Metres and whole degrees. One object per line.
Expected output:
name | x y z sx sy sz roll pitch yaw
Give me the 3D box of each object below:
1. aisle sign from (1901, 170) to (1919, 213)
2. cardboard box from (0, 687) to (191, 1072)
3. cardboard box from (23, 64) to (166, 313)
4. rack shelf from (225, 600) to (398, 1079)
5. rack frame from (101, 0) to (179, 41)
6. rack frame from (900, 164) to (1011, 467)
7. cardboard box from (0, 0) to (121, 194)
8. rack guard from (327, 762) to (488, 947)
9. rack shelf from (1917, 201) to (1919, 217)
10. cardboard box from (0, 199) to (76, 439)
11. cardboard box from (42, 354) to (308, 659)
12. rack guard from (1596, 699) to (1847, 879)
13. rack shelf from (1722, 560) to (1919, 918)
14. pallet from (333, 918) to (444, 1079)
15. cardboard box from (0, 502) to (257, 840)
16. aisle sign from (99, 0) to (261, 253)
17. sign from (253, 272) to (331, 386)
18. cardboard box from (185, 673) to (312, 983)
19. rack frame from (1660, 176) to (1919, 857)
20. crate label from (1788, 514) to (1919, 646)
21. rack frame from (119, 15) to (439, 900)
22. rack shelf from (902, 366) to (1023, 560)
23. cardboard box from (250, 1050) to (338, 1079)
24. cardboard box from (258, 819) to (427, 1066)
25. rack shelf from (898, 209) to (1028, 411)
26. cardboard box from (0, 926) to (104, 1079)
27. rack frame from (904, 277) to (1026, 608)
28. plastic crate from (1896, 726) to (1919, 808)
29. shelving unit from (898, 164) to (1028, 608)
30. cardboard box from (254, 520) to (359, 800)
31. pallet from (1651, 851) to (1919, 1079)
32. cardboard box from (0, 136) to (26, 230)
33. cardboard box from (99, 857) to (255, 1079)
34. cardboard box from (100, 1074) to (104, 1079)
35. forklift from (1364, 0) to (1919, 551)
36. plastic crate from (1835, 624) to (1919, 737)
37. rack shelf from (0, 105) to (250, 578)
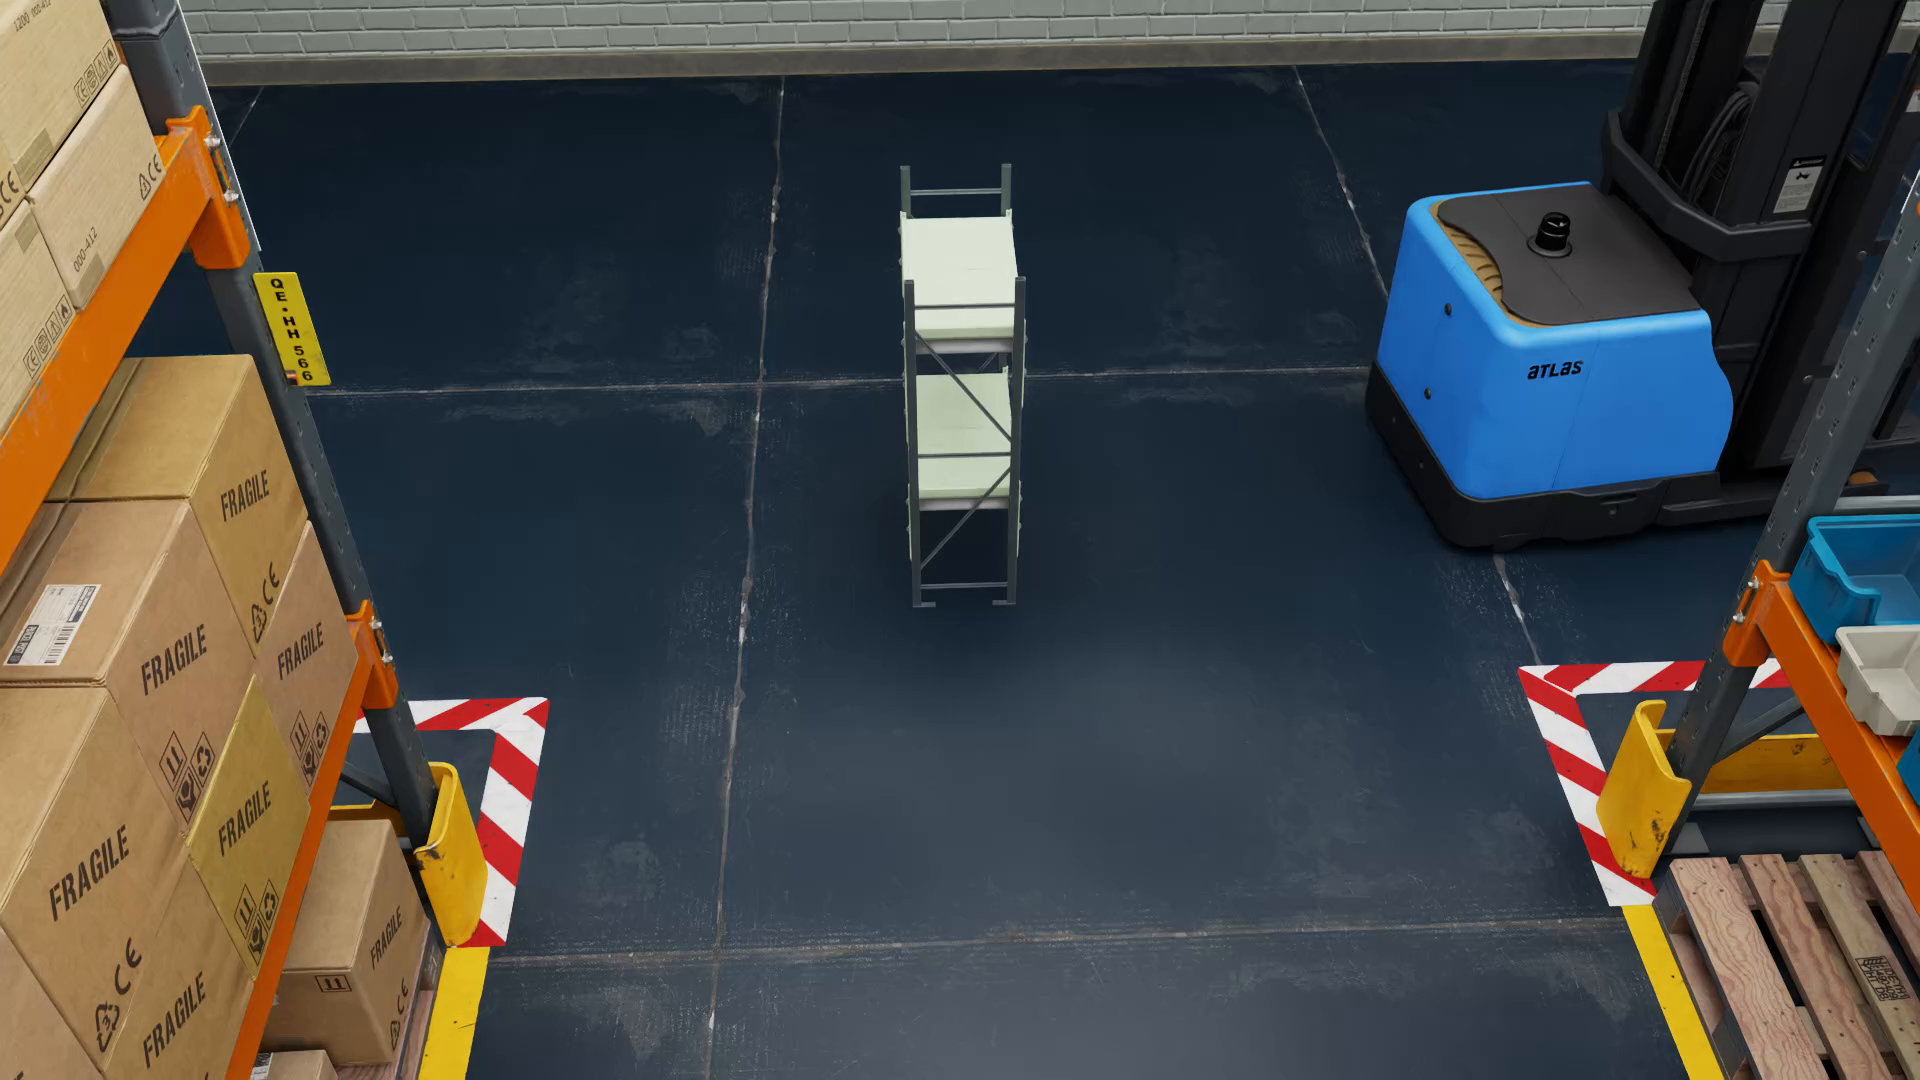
aisle sign | 2.495 -1.094 3.800 0.394 0.787 0.004 -2 43 -2
cardboard box | -1.812 0.622 3.038 0.500 0.500 0.500 -1 43 -1
cardboard box | -1.869 -0.667 3.149 0.500 0.250 0.500 -2 43 -2
rack shelf | -2.070 1.659 3.252 1.077 0.370 4.000 -2 43 -2
rack frame | -2.155 -2.168 2.455 1.000 3.000 0.127 -2 43 -2
rack frame | -0.015 -0.795 6.508 0.400 1.500 0.023 -2 43 -2
cardboard box | -1.878 -0.852 2.980 0.500 0.250 0.500 -2 43 -2
rack guard | -2.151 1.016 5.271 1.175 0.500 0.348 -2 43 -2
rack shelf | 2.879 0.414 2.391 1.077 0.370 4.000 -2 43 -2
cardboard box | -1.859 -0.330 2.781 0.500 0.250 0.500 -2 43 -2
cardboard box | -1.861 -0.069 3.792 0.500 0.500 0.500 -2 43 -2
rack guard | 2.780 0.810 5.497 1.175 0.500 0.348 -2 43 -2
rack shelf | 2.879 1.519 3.405 1.077 0.370 4.000 -2 43 -2
pallet | -2.117 1.661 4.782 1.003 0.211 1.213 -2 43 -2
cardboard box | -1.839 0.272 3.420 0.500 0.500 0.500 -1 43 -1
aisle sign | -1.852 -0.969 3.664 0.394 0.787 0.004 -2 43 -2
sign | -1.599 -0.502 3.987 0.100 0.325 0.005 -2 43 -2
cardboard box | -1.838 0.652 3.745 0.500 0.500 0.500 -1 43 -1
rack frame | 2.794 -0.096 4.635 1.000 3.000 0.127 -2 43 -2
crate label | 2.476 0.120 4.479 0.416 0.233 0.303 -2 43 -2
rack frame | -2.155 0.044 4.482 1.000 3.000 0.127 -2 43 -2
rack shelf | 0.000 -0.308 6.459 0.431 0.370 0.720 -2 43 -2
cardboard box | -1.958 1.562 4.597 0.380 0.166 0.250 -2 43 -2
cardboard box | -1.885 1.163 4.786 0.500 0.500 0.500 -2 43 -2
rack shelf | 0.000 -0.836 5.975 0.431 0.370 0.720 -2 43 -2
cardboard box | -1.790 0.968 2.660 0.500 0.500 0.500 0 43 0
rack frame | 0.016 -0.301 5.969 0.400 1.500 0.023 -2 43 -2
plastic crate | 2.504 0.564 3.994 0.416 0.233 0.300 -2 43 -2
shelving unit | 0.000 -0.548 6.238 0.431 1.500 0.755 -2 43 -2
cardboard box | -1.864 0.301 4.127 0.500 0.500 0.500 0 43 0
pallet | 2.791 1.490 4.968 1.003 0.211 1.213 -2 43 -2
cardboard box | -1.857 -0.514 2.612 0.500 0.250 0.500 -2 43 -2
cardboard box | -1.822 0.989 3.378 0.500 0.500 0.500 -1 43 -1
cardboard box | -1.801 1.329 3.007 0.500 0.500 0.500 -2 43 -2
forklift | 3.342 -1.521 6.240 3.031 2.935 1.130 -7 43 -8
plastic crate | 2.407 0.374 4.273 0.250 0.136 0.298 -2 43 -2
rack shelf | -2.070 0.553 2.239 1.077 0.370 4.000 -2 43 -2
